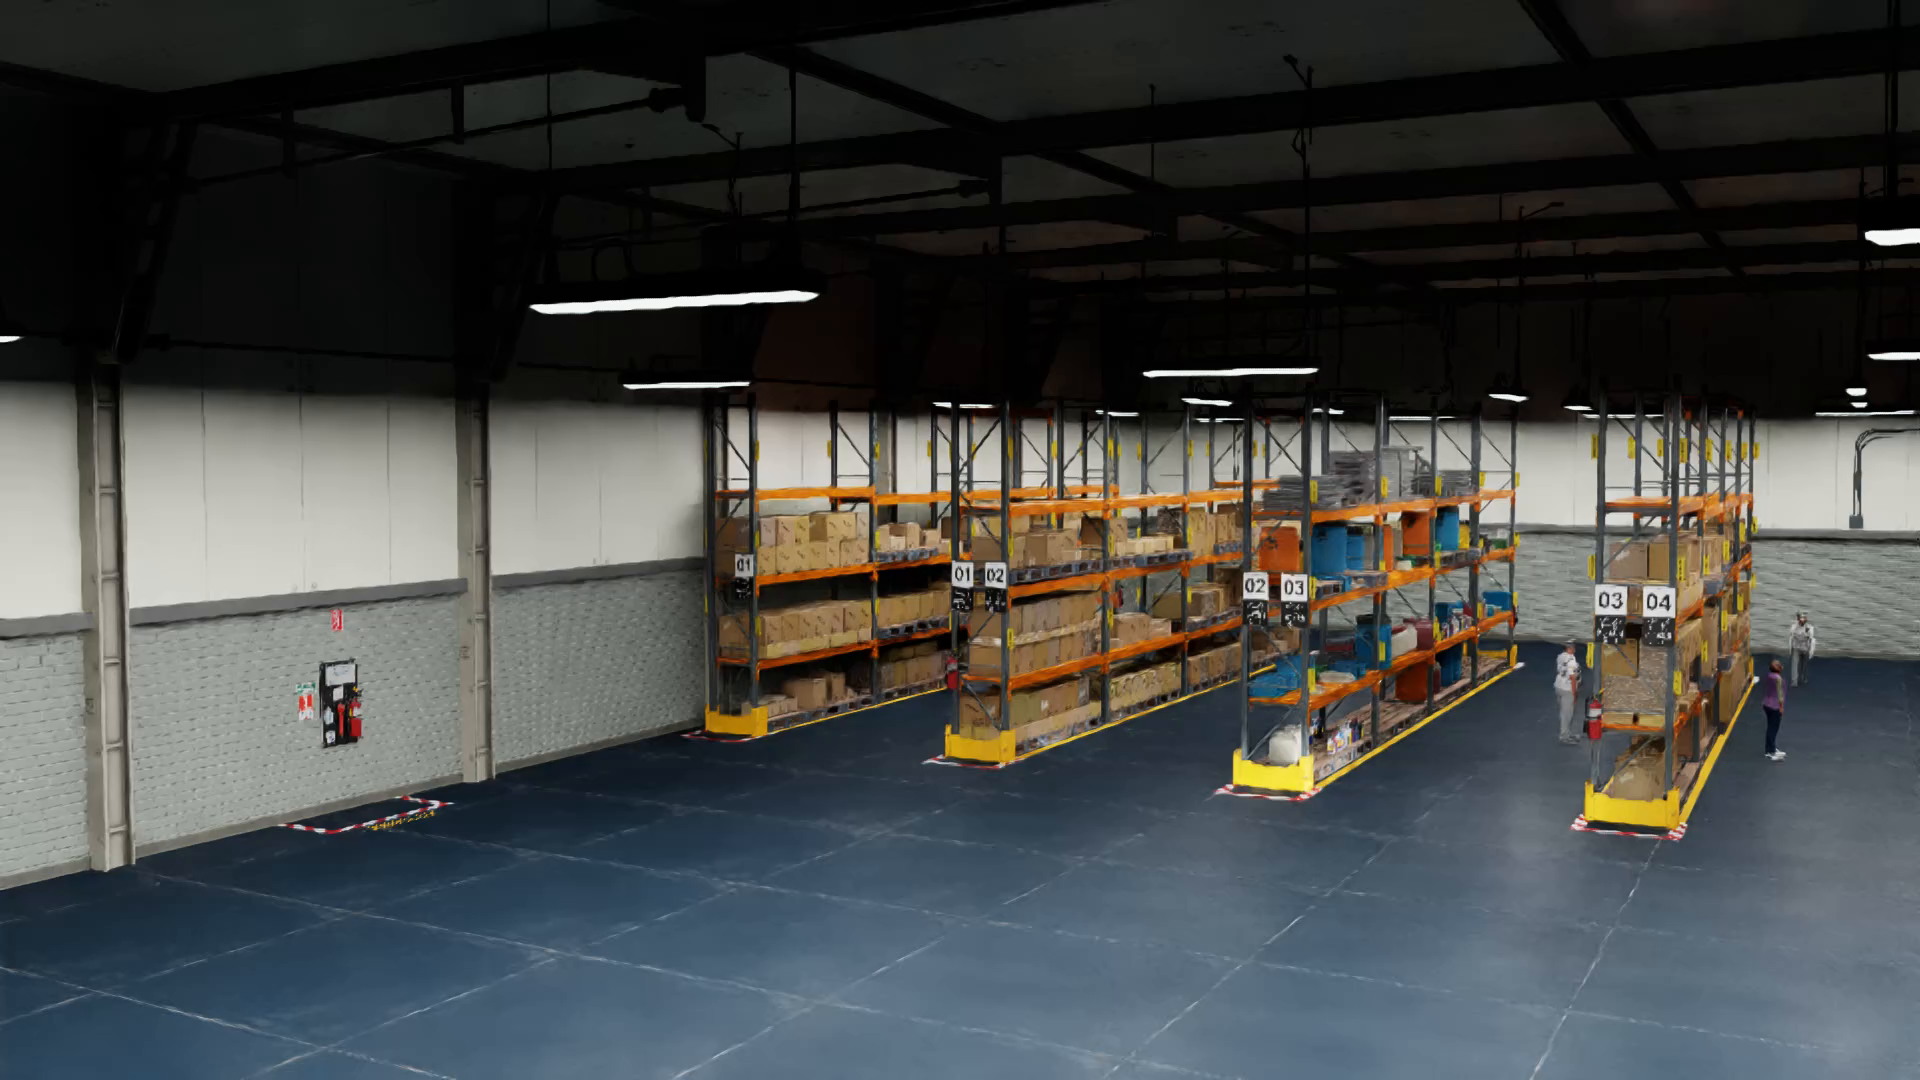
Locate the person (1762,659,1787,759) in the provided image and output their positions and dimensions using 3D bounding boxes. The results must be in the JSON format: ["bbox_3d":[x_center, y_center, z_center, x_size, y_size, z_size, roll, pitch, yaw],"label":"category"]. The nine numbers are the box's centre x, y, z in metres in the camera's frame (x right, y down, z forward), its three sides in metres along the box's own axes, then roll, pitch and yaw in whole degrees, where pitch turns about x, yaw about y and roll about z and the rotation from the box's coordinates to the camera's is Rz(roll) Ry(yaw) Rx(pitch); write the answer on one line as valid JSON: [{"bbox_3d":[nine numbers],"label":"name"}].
[{"bbox_3d":[13.261,2.731,27.022,0.409,1.600,0.464,0,3,0],"label":"person"}]

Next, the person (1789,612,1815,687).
[{"bbox_3d":[17.782,2.291,35.110,0.488,1.590,1.079,2,3,26],"label":"person"}]

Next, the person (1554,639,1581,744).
[{"bbox_3d":[10.442,2.574,28.467,0.476,1.759,0.593,0,3,-3],"label":"person"}]
